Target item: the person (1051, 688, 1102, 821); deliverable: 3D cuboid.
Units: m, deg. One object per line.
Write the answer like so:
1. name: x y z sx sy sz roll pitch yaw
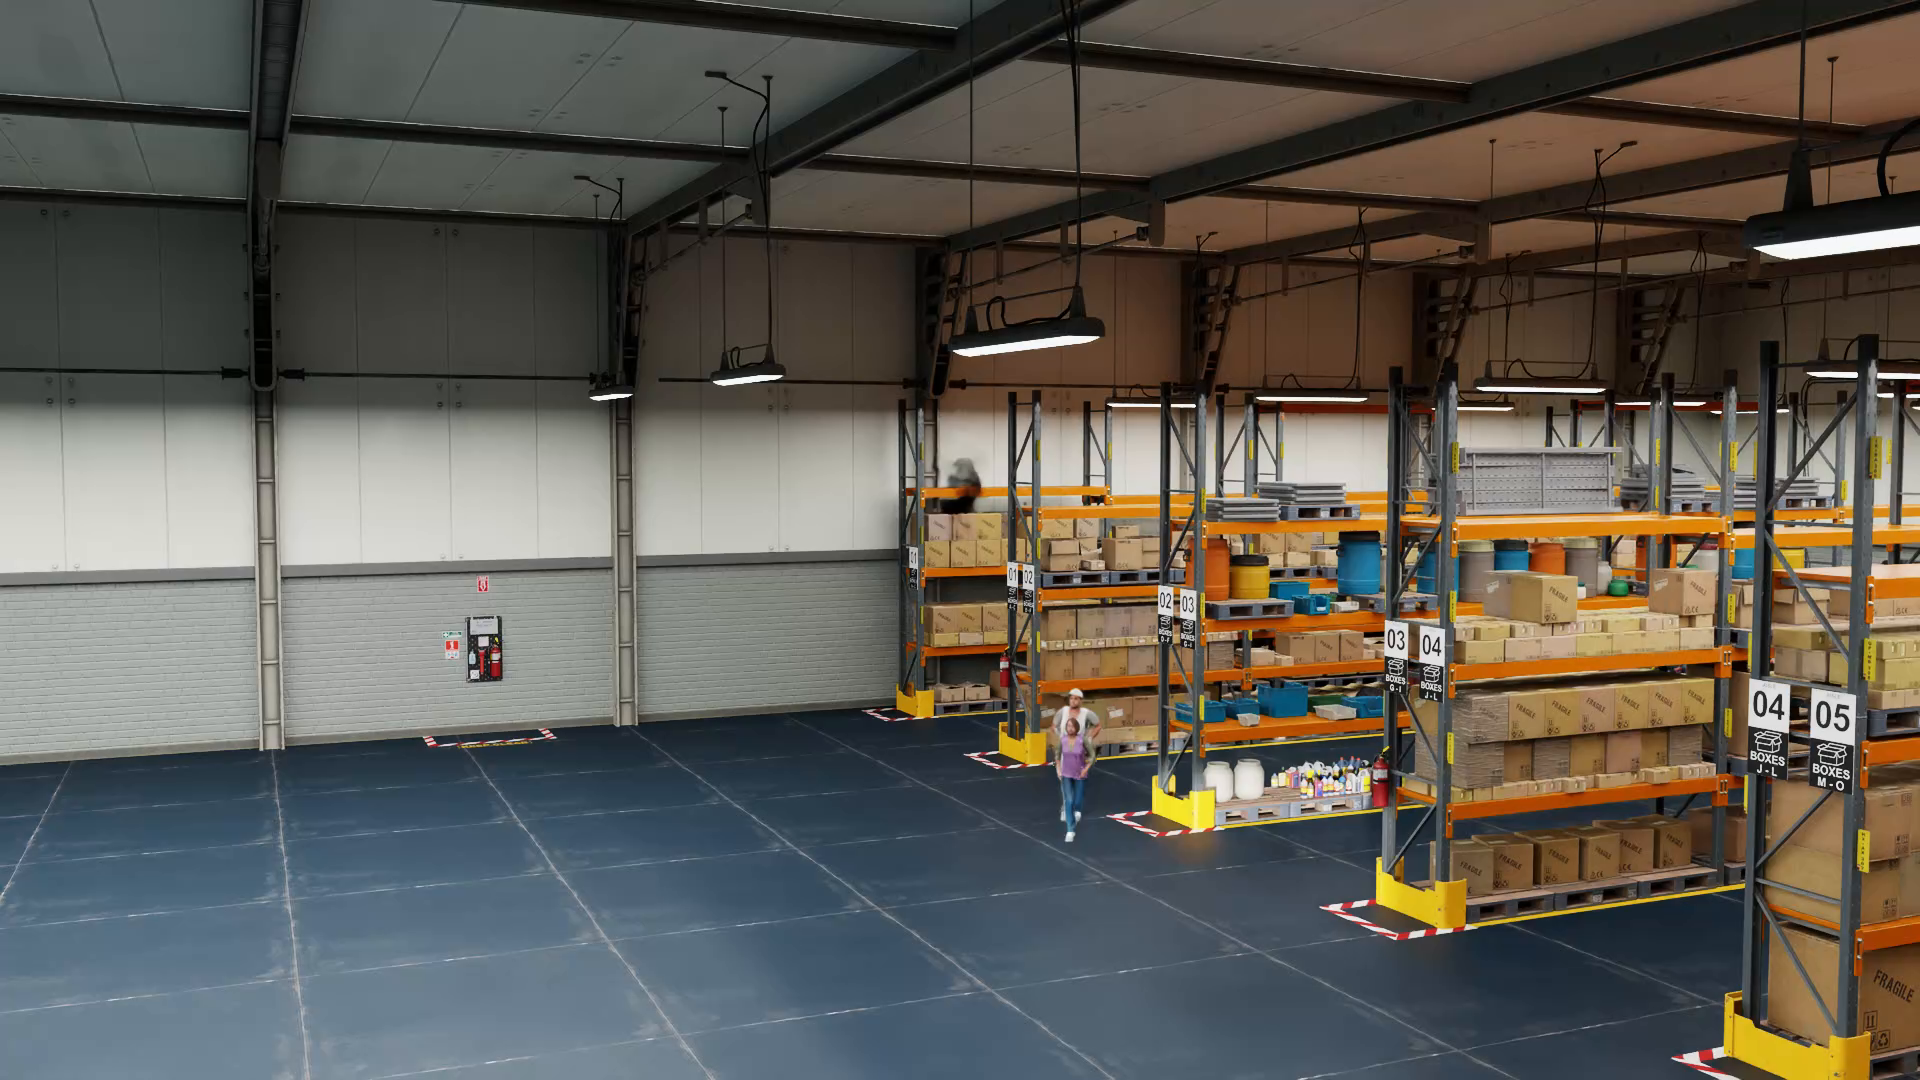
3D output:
1. person: 1.562 2.944 22.872 0.652 1.830 0.743 1 4 24

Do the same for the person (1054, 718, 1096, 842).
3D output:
1. person: 1.511 3.109 21.821 0.550 1.599 0.668 1 3 12
